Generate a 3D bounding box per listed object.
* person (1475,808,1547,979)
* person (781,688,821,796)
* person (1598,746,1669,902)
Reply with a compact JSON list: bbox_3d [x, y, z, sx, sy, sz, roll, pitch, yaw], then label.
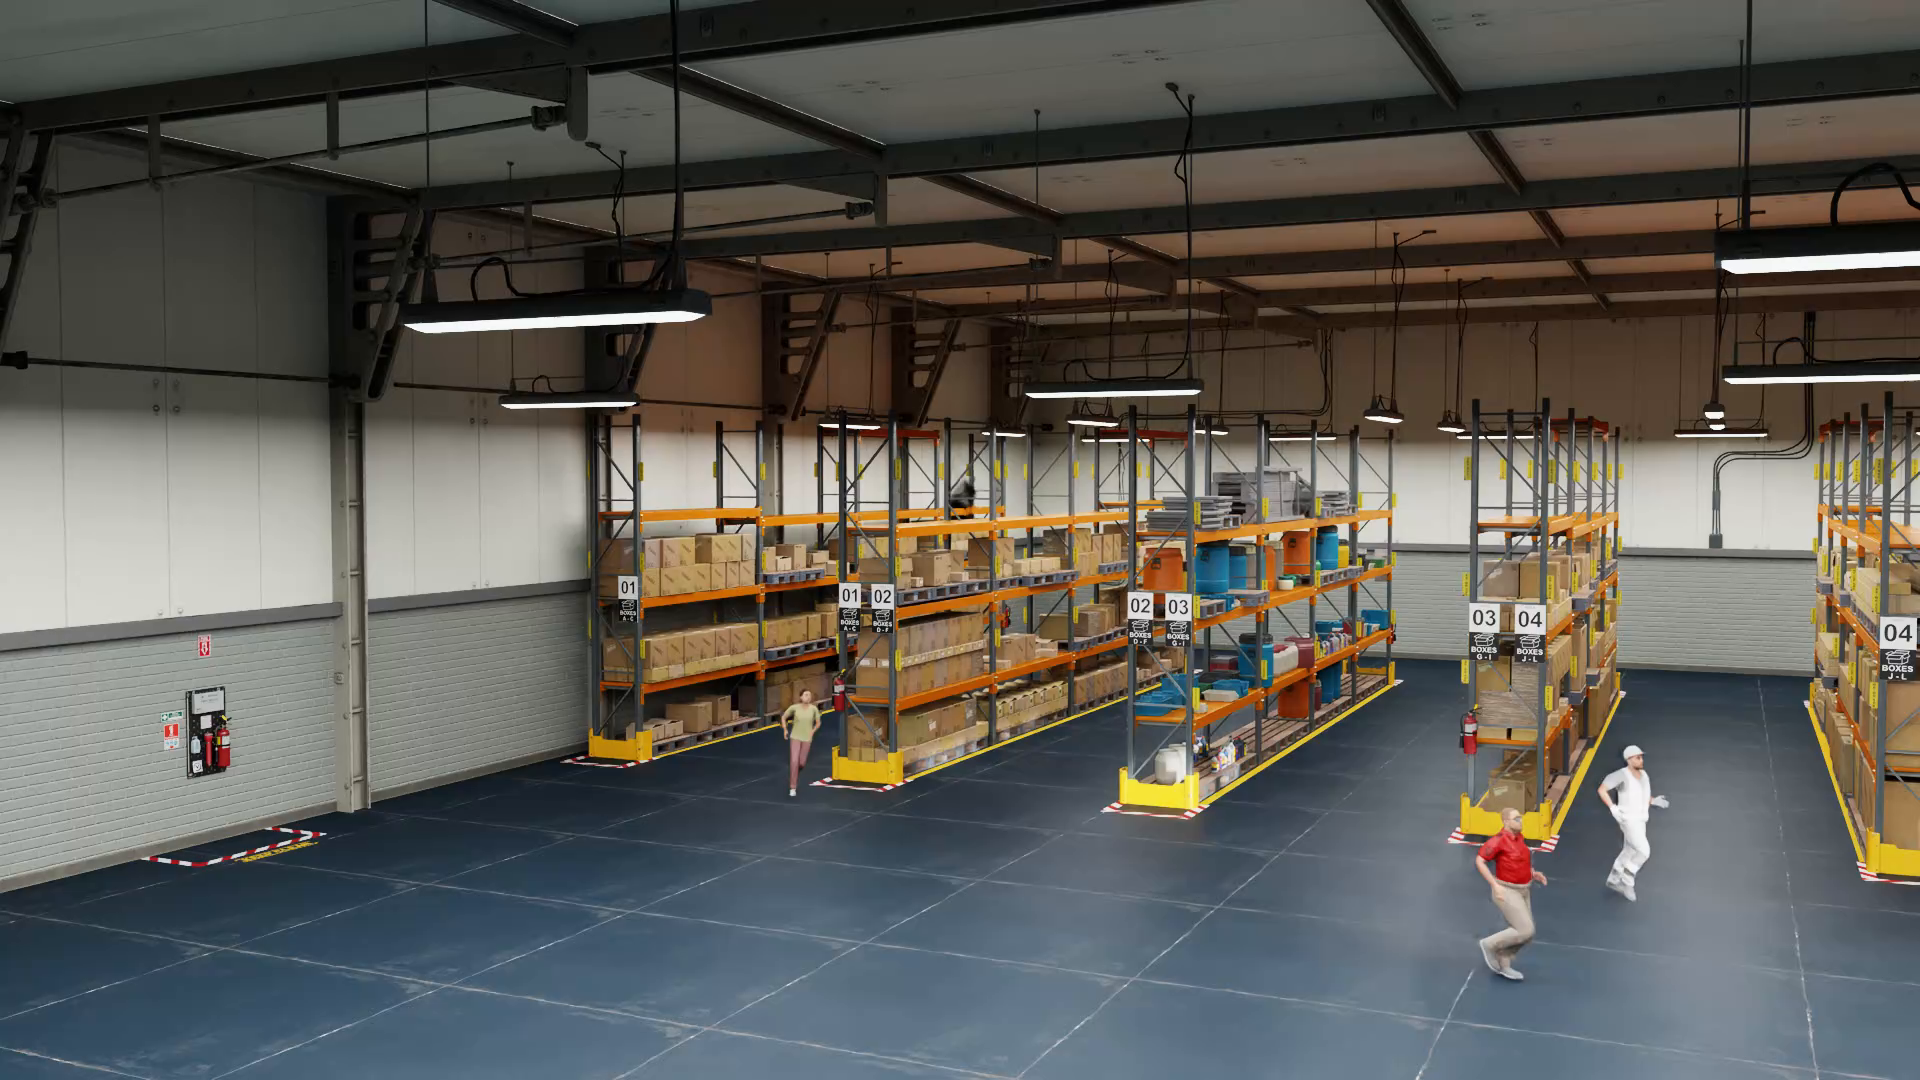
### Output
[{"bbox_3d":[5.464,3.485,16.368,0.657,1.686,0.590,-2,3,-44],"label":"person"},{"bbox_3d":[-2.483,3.135,26.046,0.622,1.651,0.748,-1,2,-14],"label":"person"},{"bbox_3d":[7.895,3.313,19.479,0.631,1.804,0.721,-2,3,-33],"label":"person"}]
